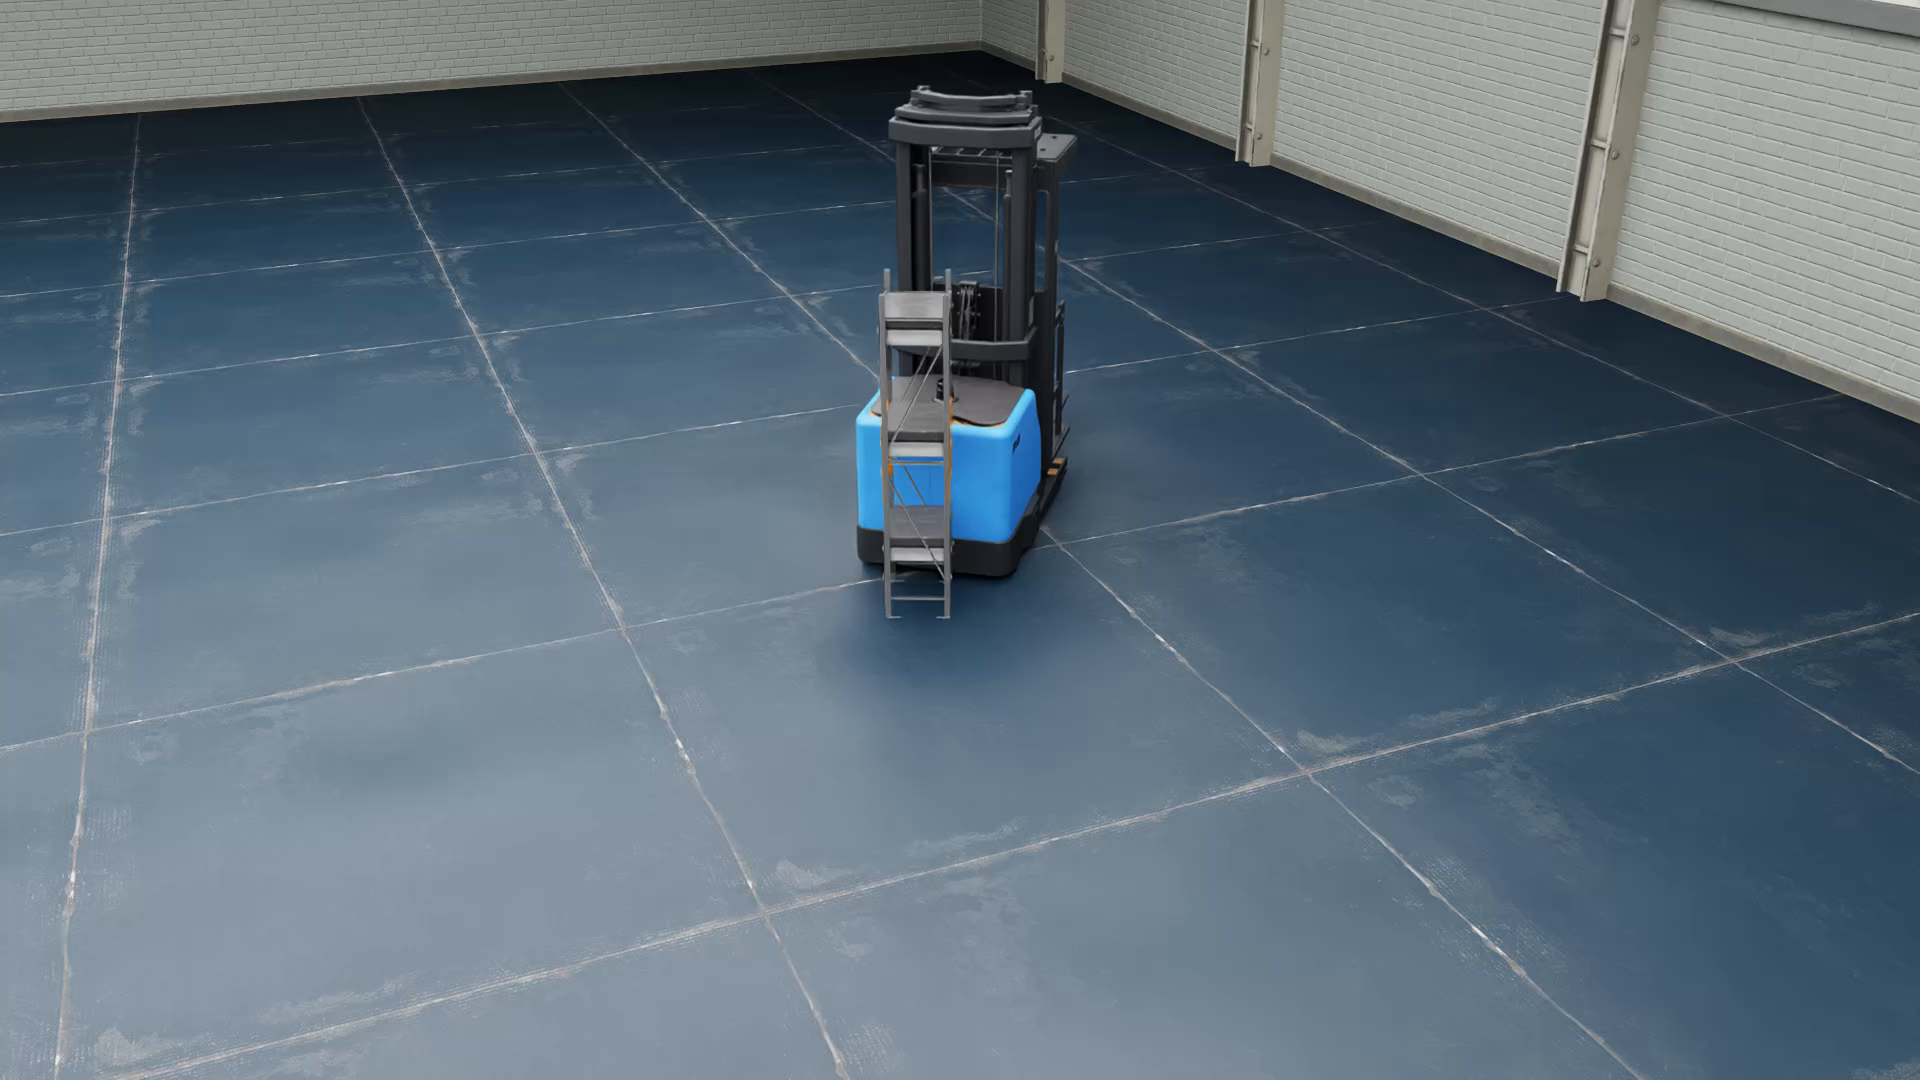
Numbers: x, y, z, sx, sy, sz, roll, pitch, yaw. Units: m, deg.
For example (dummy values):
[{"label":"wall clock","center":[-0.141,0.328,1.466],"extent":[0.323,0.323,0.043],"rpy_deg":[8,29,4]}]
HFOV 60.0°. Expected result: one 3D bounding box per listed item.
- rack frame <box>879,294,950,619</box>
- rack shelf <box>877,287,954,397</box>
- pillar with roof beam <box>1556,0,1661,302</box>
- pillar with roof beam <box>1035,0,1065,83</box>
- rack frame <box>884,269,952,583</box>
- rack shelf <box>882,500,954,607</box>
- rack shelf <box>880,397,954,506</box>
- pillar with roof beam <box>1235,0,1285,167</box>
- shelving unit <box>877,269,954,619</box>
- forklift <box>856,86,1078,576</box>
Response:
[{"label":"rack frame","center":[-0.263,-0.453,9.931],"extent":[0.400,2.100,0.015],"rpy_deg":[0,26,1]},{"label":"rack shelf","center":[-0.258,-1.177,9.849],"extent":[0.431,0.518,0.480],"rpy_deg":[0,26,1]},{"label":"pillar with roof beam","center":[2.148,-5.719,12.852],"extent":[9.100,9.000,0.400],"rpy_deg":[-11,28,-21]},{"label":"pillar with roof beam","center":[-2.551,-10.563,22.774],"extent":[9.100,9.000,0.400],"rpy_deg":[-11,28,-21]},{"label":"rack frame","center":[-0.253,-0.667,10.369],"extent":[0.400,2.100,0.015],"rpy_deg":[0,26,1]},{"label":"rack shelf","center":[-0.258,0.081,10.463],"extent":[0.431,0.518,0.480],"rpy_deg":[0,26,1]},{"label":"rack shelf","center":[-0.258,-0.548,10.156],"extent":[0.431,0.518,0.480],"rpy_deg":[0,26,1]},{"label":"pillar with roof beam","center":[-0.202,-8.141,17.813],"extent":[9.100,9.000,0.400],"rpy_deg":[-11,28,-21]},{"label":"shelving unit","center":[-0.258,-0.560,10.150],"extent":[0.431,2.100,0.503],"rpy_deg":[0,26,1]},{"label":"forklift","center":[0.174,-1.707,11.552],"extent":[1.130,2.935,3.031],"rpy_deg":[6,27,13]}]
